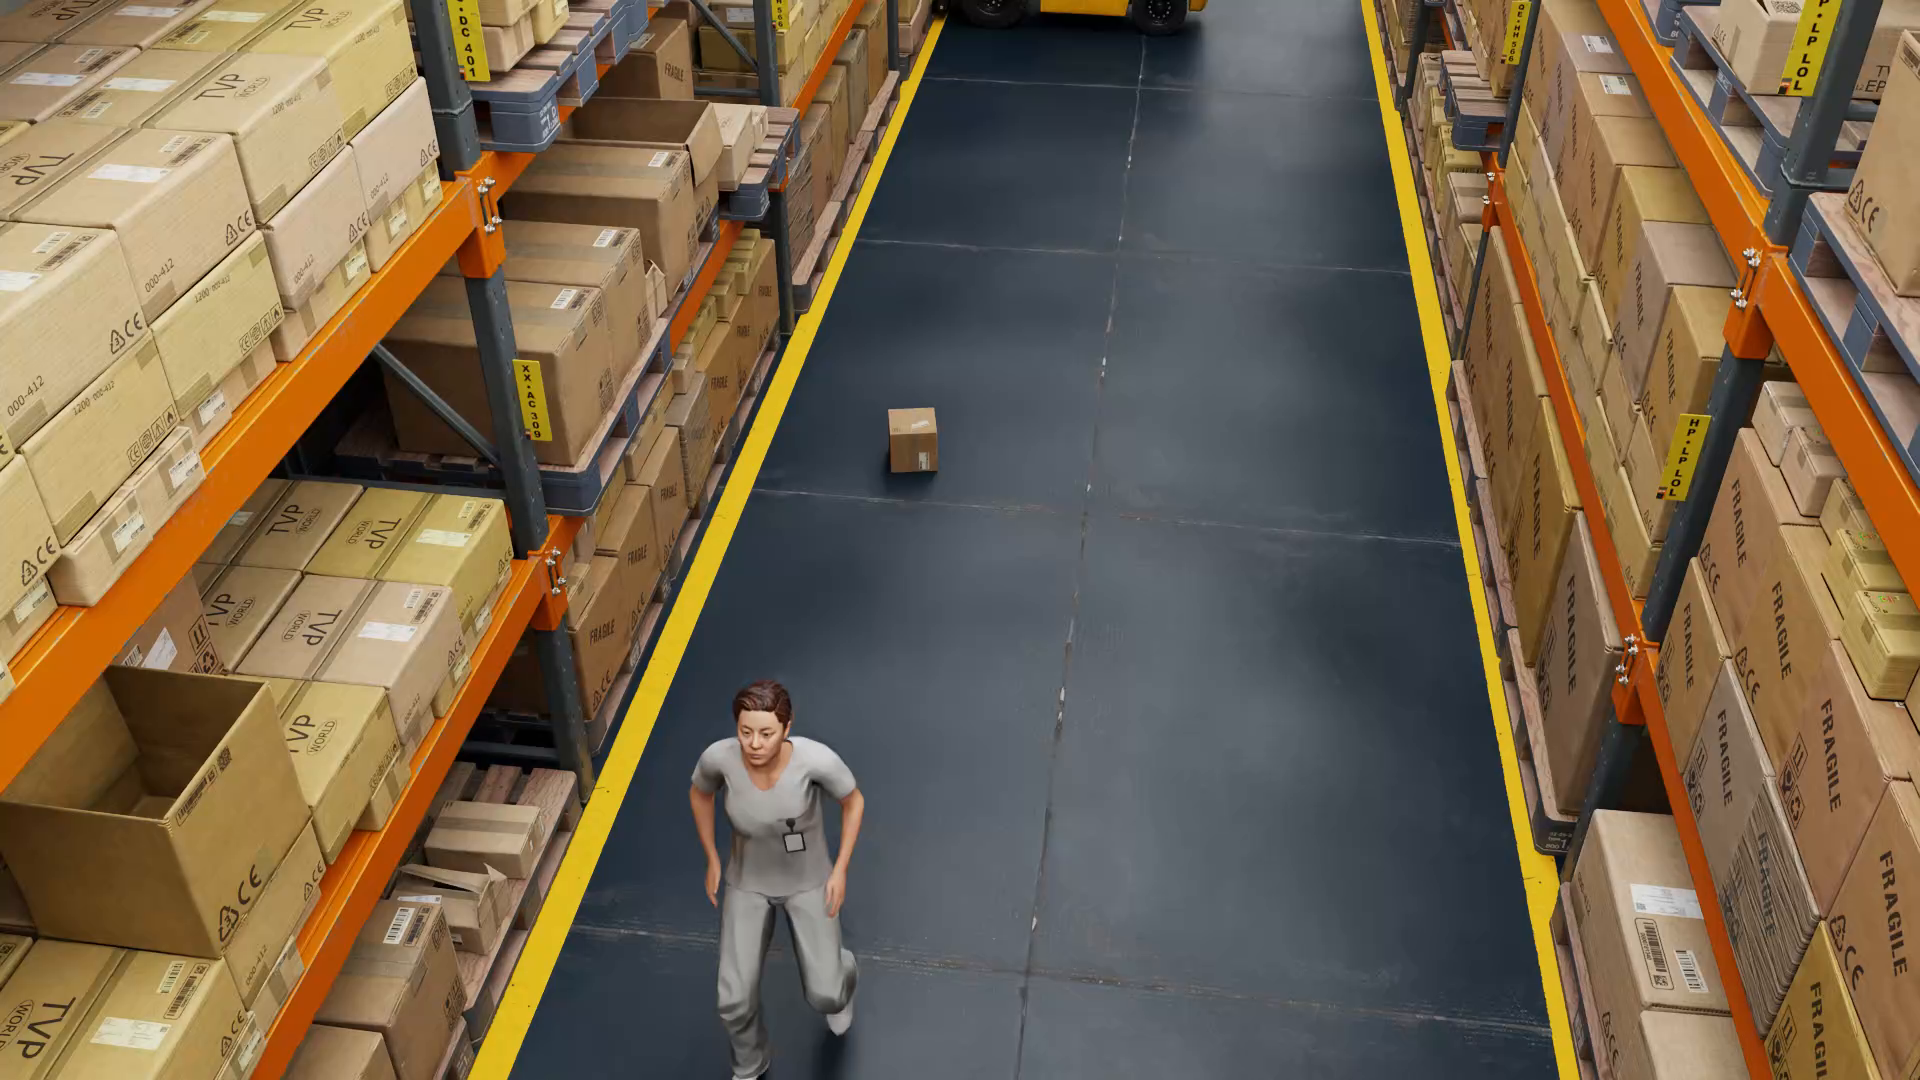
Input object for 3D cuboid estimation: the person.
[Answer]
[{"bbox_3d":[-0.603,1.234,5.460,0.610,1.601,0.532,0,36,1],"label":"person"}]
